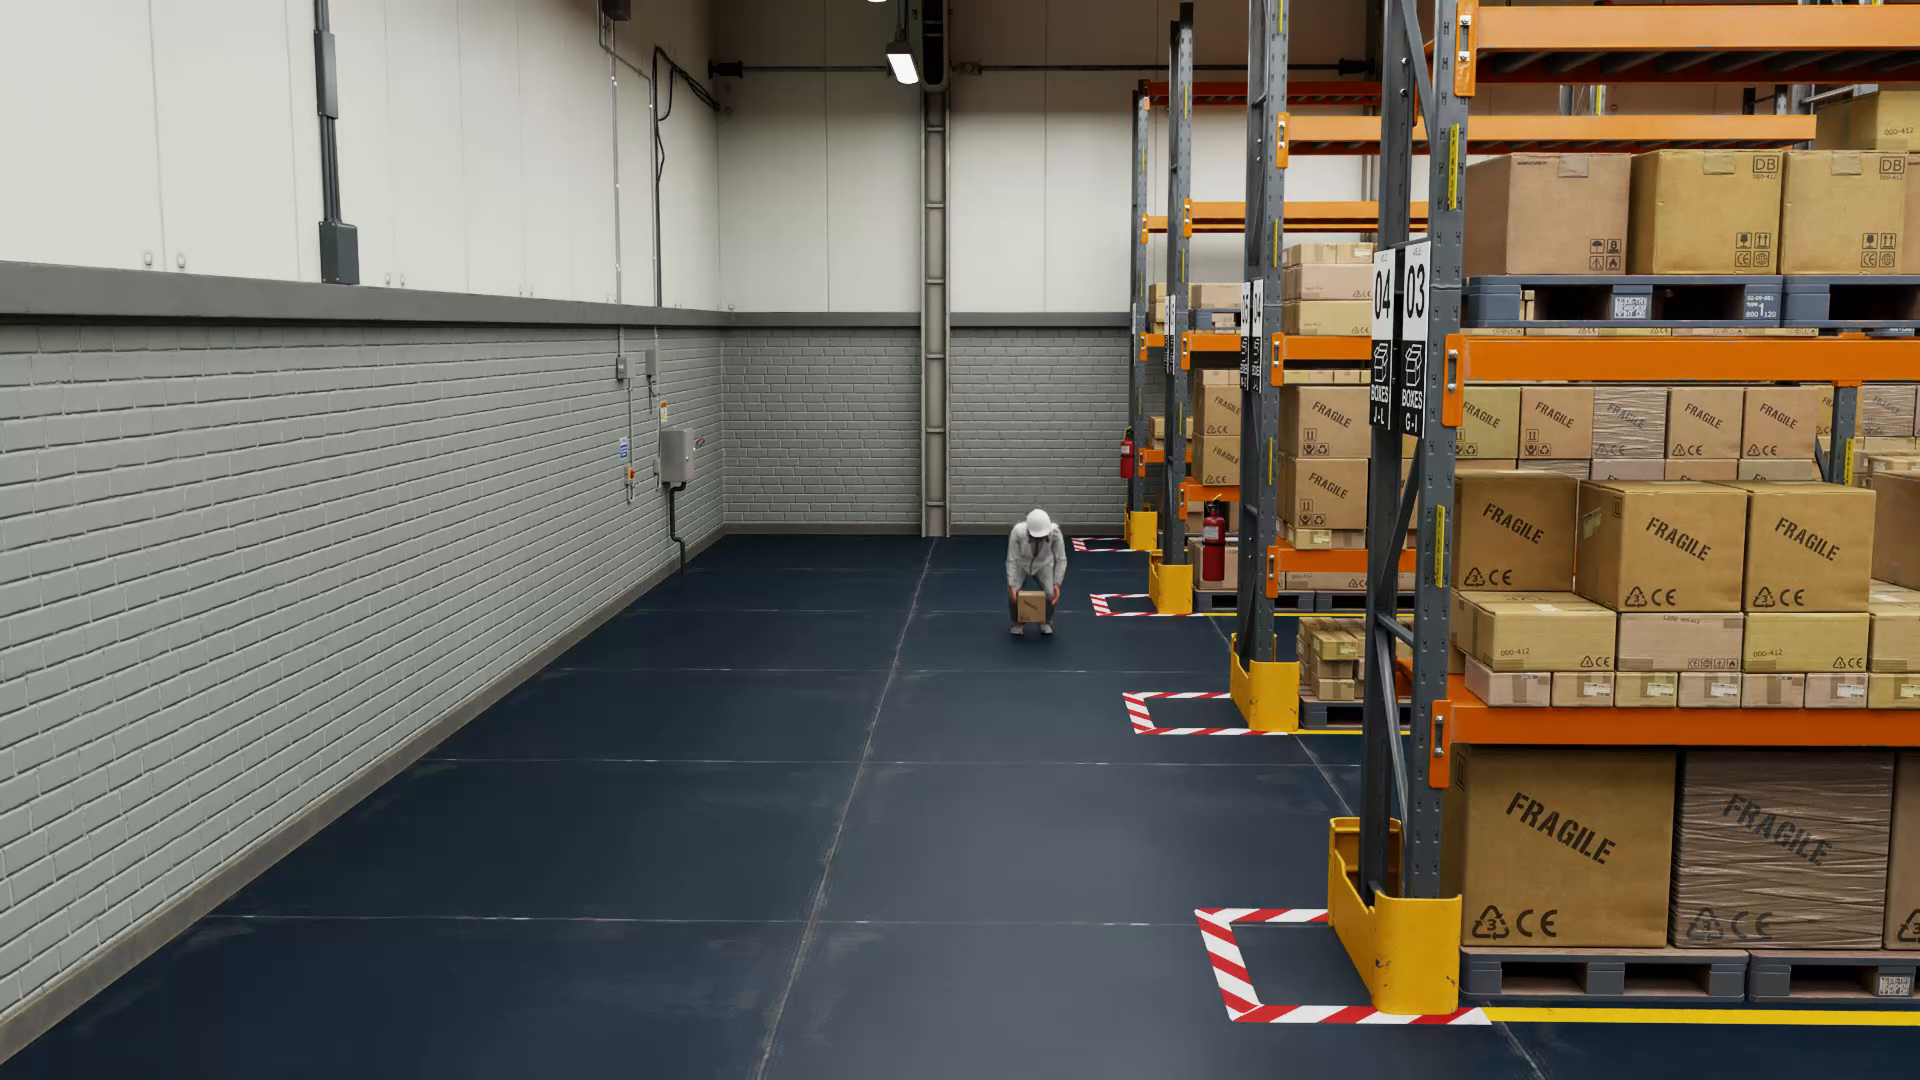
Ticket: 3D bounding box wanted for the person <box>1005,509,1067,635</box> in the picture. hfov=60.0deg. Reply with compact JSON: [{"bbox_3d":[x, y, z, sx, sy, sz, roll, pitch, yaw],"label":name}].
[{"bbox_3d":[0.712,0.283,15.635,0.575,1.222,0.844,0,7,1],"label":"person"}]
